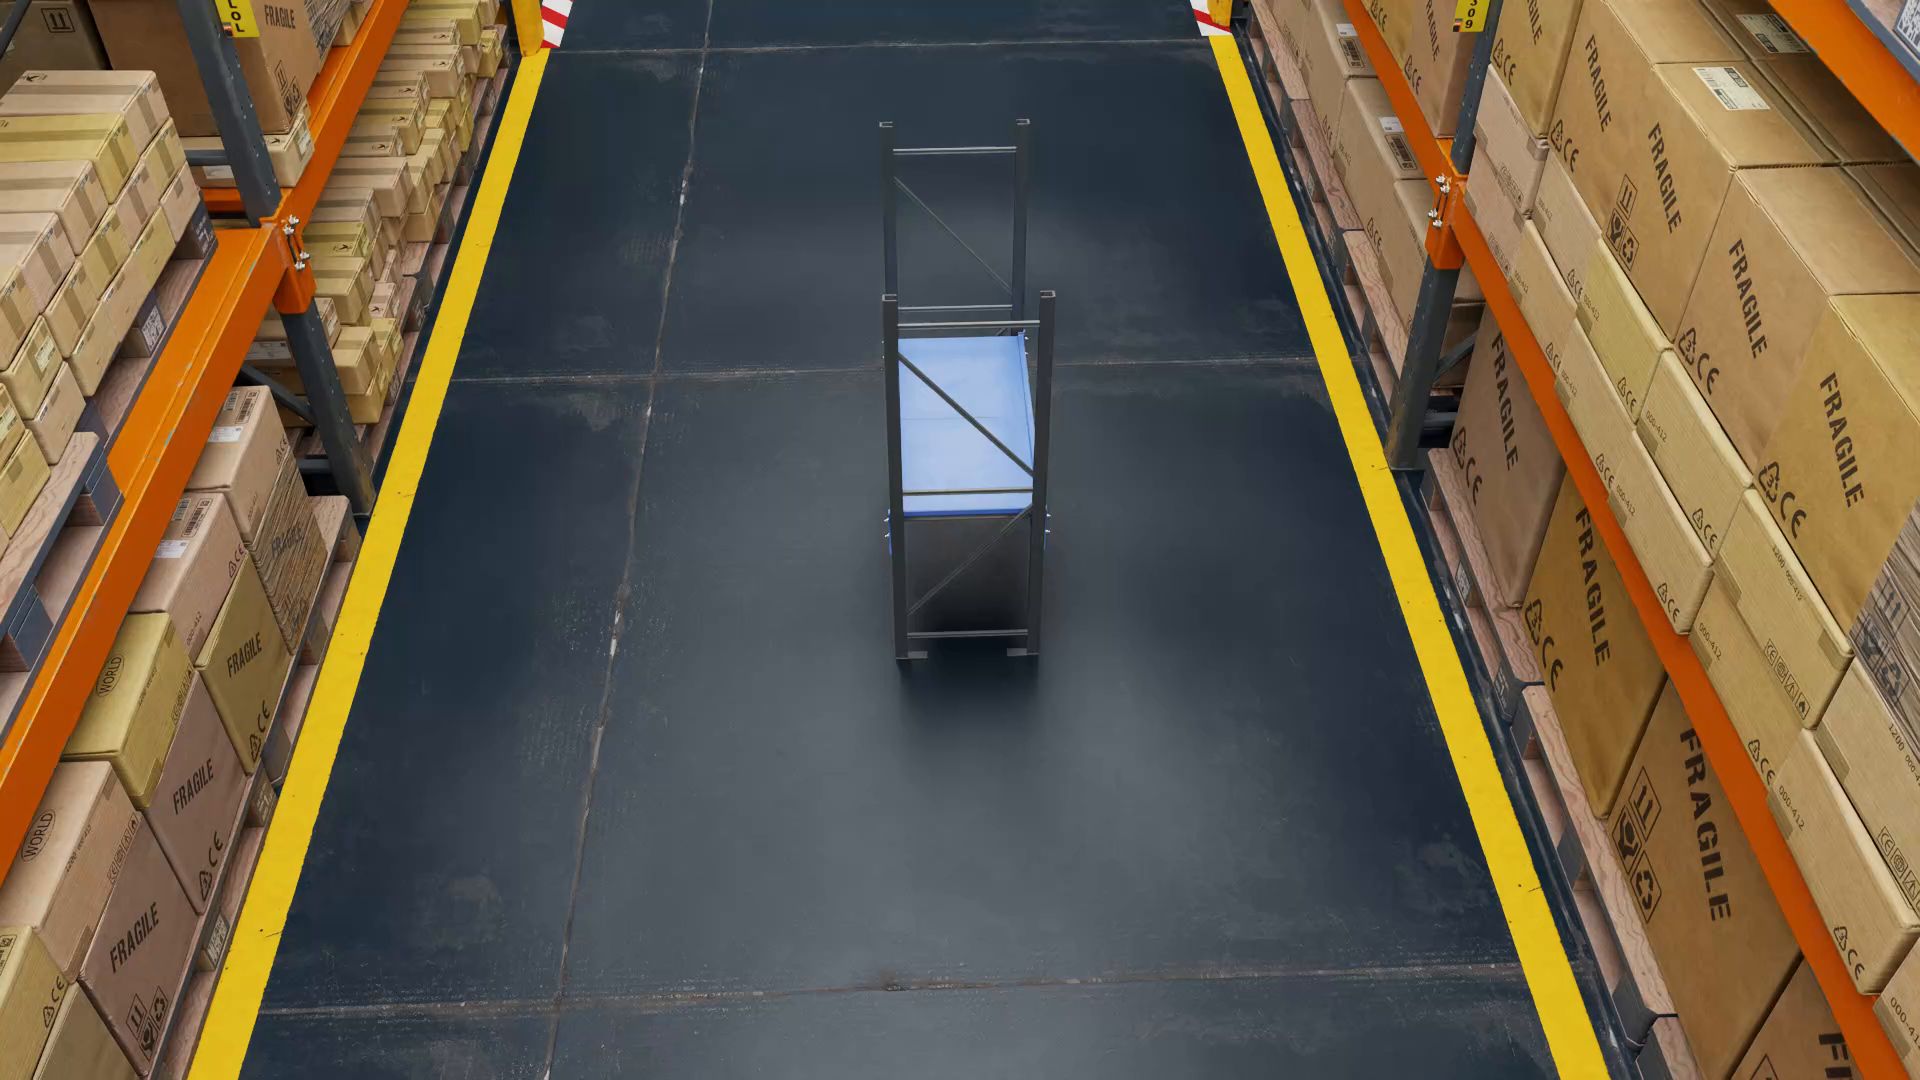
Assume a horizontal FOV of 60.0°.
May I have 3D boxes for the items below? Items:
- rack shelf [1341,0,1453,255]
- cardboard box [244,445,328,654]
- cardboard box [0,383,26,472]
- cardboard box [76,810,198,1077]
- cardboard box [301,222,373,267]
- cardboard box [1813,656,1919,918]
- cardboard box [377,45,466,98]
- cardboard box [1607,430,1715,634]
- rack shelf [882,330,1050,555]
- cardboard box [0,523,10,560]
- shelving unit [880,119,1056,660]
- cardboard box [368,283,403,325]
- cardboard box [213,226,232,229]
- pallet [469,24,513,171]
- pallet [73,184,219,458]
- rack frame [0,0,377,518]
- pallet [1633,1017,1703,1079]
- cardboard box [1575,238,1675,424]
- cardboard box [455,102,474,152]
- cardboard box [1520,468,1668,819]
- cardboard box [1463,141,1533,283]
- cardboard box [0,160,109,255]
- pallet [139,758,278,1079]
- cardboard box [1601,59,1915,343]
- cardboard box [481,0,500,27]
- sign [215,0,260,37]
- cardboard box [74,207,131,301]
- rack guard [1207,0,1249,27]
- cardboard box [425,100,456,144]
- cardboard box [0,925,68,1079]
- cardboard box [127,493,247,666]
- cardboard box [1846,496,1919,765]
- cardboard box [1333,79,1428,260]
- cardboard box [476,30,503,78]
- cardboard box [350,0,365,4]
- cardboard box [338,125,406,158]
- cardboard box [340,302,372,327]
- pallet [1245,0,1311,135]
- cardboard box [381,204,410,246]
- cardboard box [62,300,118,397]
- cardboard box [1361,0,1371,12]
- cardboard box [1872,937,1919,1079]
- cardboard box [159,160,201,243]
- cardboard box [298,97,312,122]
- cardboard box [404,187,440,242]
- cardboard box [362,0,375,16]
[{"bbox_3d":[2.105,-2.513,7.304,1.077,0.370,4.000,-2,43,-2],"label":"rack shelf"},{"bbox_3d":[-2.469,0.041,5.524,0.500,0.500,0.500,-2,43,-3],"label":"cardboard box"},{"bbox_3d":[-2.478,-0.237,3.944,0.380,0.149,0.250,-1,43,-2],"label":"cardboard box"},{"bbox_3d":[-2.408,1.079,4.393,0.500,0.500,0.500,-3,43,-3],"label":"cardboard box"},{"bbox_3d":[-2.572,-1.137,6.629,0.380,0.149,0.250,-2,43,-2],"label":"cardboard box"},{"bbox_3d":[2.060,0.477,3.250,0.500,0.250,0.500,-3,43,-3],"label":"cardboard box"},{"bbox_3d":[-2.540,-2.193,7.781,0.380,0.149,0.250,0,43,0],"label":"cardboard box"},{"bbox_3d":[1.986,-0.035,4.179,0.500,0.250,0.500,-2,43,-2],"label":"cardboard box"},{"bbox_3d":[0.004,-0.363,5.802,0.538,0.185,1.000,-2,43,-2],"label":"rack shelf"},{"bbox_3d":[-2.467,0.042,3.860,0.380,0.149,0.250,-3,43,-3],"label":"cardboard box"},{"bbox_3d":[0.004,-0.495,5.680,0.538,1.500,1.048,-2,43,-2],"label":"shelving unit"},{"bbox_3d":[-2.520,-0.923,6.836,0.380,0.149,0.250,-2,43,-2],"label":"cardboard box"},{"bbox_3d":[-3.095,-1.113,6.603,0.380,0.149,0.250,-2,43,-2],"label":"cardboard box"},{"bbox_3d":[-2.919,-2.290,8.592,1.003,0.211,1.213,-2,43,-2],"label":"pallet"},{"bbox_3d":[-2.865,-0.627,4.856,1.003,0.211,1.213,-2,43,-2],"label":"pallet"},{"bbox_3d":[-2.752,-1.218,5.359,1.000,3.000,0.127,-2,43,-2],"label":"rack frame"},{"bbox_3d":[2.401,1.766,4.167,1.003,0.211,1.213,-2,43,-2],"label":"pallet"},{"bbox_3d":[1.972,-0.559,4.381,0.500,0.250,0.500,-1,43,-1],"label":"cardboard box"},{"bbox_3d":[-2.557,-1.985,7.994,0.380,0.149,0.250,-3,43,-4],"label":"cardboard box"},{"bbox_3d":[2.342,0.226,5.045,0.875,0.875,0.875,-1,43,-1],"label":"cardboard box"},{"bbox_3d":[1.945,-1.068,5.307,0.500,0.250,0.500,-3,43,-3],"label":"cardboard box"},{"bbox_3d":[-2.518,-0.878,4.423,0.380,0.149,0.250,-3,43,-3],"label":"cardboard box"},{"bbox_3d":[-2.662,1.161,4.827,1.003,0.211,1.213,-2,43,-2],"label":"pallet"},{"bbox_3d":[1.989,-0.847,4.140,0.500,0.500,0.500,-3,43,-3],"label":"cardboard box"},{"bbox_3d":[-2.614,-2.784,8.646,0.380,0.149,0.250,-3,43,-3],"label":"cardboard box"},{"bbox_3d":[-2.197,-1.663,4.988,0.100,0.325,0.005,-2,43,-2],"label":"sign"},{"bbox_3d":[-2.518,-0.781,4.538,0.380,0.149,0.250,0,43,0],"label":"cardboard box"},{"bbox_3d":[2.019,-3.223,9.397,1.175,0.500,0.348,-2,43,-2],"label":"rack guard"},{"bbox_3d":[-2.563,-1.910,7.693,0.380,0.149,0.250,0,43,0],"label":"cardboard box"},{"bbox_3d":[-2.391,1.158,3.751,0.500,0.250,0.500,-2,43,-2],"label":"cardboard box"},{"bbox_3d":[-2.459,0.115,4.889,0.500,0.250,0.500,0,43,0],"label":"cardboard box"},{"bbox_3d":[2.046,0.179,3.021,0.500,0.500,0.500,-1,43,-1],"label":"cardboard box"},{"bbox_3d":[2.232,-1.670,7.437,0.875,0.438,0.875,-3,43,-3],"label":"cardboard box"},{"bbox_3d":[-2.579,-2.502,8.559,0.380,0.149,0.250,0,43,0],"label":"cardboard box"},{"bbox_3d":[-2.535,-2.381,6.333,0.500,0.500,0.500,-2,43,-3],"label":"cardboard box"},{"bbox_3d":[-2.629,-1.668,7.208,0.380,0.149,0.250,-3,43,-4],"label":"cardboard box"},{"bbox_3d":[-2.548,-0.854,6.540,0.380,0.149,0.250,-1,43,-1],"label":"cardboard box"},{"bbox_3d":[2.132,-2.563,8.890,1.003,0.211,1.213,-2,43,-2],"label":"pallet"},{"bbox_3d":[-2.591,-1.386,7.121,0.380,0.149,0.250,0,43,0],"label":"cardboard box"},{"bbox_3d":[-2.506,-0.505,4.456,0.380,0.149,0.250,-4,43,-4],"label":"cardboard box"},{"bbox_3d":[1.851,-2.457,6.637,0.500,0.500,0.500,-2,43,-2],"label":"cardboard box"},{"bbox_3d":[2.079,0.994,3.057,0.500,0.250,0.500,-3,43,-3],"label":"cardboard box"},{"bbox_3d":[-2.537,-1.018,5.016,0.380,0.149,0.250,-3,43,-3],"label":"cardboard box"},{"bbox_3d":[-2.522,-1.498,5.851,0.380,0.149,0.250,0,43,-1],"label":"cardboard box"},{"bbox_3d":[-2.542,-1.452,7.413,0.380,0.149,0.250,-3,43,-3],"label":"cardboard box"},{"bbox_3d":[-2.541,-2.214,6.631,0.380,0.149,0.250,0,43,0],"label":"cardboard box"}]
